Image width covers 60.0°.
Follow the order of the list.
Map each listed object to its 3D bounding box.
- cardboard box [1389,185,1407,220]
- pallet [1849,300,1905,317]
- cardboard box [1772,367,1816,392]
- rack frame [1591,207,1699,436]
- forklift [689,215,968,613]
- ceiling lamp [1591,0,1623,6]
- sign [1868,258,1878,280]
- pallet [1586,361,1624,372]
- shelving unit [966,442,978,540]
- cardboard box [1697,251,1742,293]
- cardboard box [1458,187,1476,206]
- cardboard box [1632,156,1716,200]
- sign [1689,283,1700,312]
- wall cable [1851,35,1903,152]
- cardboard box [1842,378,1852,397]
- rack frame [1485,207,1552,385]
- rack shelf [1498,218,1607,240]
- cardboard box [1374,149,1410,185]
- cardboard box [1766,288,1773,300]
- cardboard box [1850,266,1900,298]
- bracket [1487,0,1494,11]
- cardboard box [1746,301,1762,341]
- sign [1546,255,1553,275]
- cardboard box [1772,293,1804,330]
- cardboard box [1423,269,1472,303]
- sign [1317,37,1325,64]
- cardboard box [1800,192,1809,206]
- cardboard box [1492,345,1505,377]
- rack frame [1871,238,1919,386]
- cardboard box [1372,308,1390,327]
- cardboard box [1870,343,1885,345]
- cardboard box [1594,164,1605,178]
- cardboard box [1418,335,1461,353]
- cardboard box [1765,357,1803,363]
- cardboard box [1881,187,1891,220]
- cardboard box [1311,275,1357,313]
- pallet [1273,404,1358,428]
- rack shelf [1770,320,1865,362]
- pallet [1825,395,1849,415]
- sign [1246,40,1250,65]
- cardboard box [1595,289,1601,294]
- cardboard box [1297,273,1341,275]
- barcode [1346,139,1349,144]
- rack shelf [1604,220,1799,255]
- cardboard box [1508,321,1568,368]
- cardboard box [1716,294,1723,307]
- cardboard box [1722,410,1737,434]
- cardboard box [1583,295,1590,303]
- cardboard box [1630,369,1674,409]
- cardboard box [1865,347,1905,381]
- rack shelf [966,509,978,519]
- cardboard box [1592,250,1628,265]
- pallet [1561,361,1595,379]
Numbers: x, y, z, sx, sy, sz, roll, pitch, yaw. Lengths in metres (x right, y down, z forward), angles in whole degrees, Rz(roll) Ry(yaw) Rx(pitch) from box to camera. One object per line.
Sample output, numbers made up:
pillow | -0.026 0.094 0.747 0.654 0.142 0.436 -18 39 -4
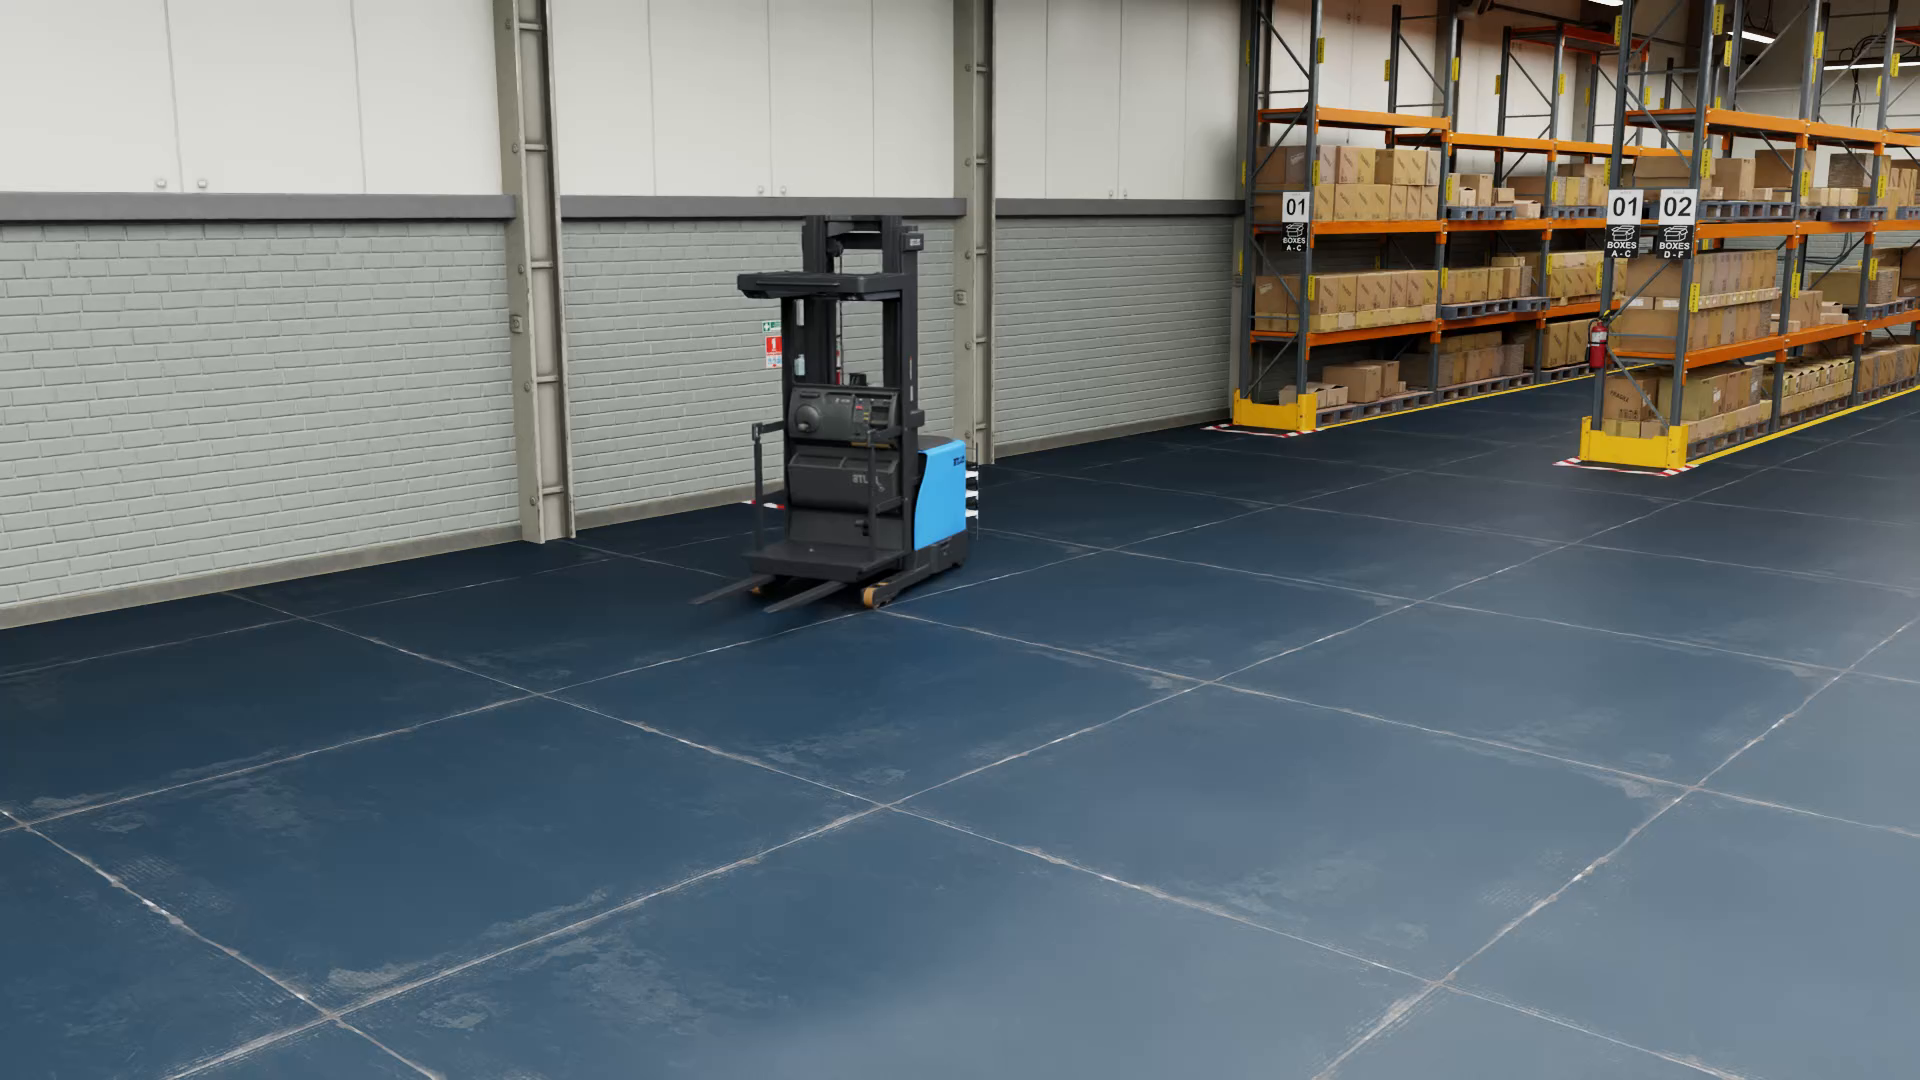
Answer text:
cardboard box | 6.127 -4.890 24.111 0.500 0.500 0.500 9 14 38
pallet | 14.600 -3.767 26.943 1.003 0.211 1.213 10 15 40
cardboard box | 11.814 -2.297 23.606 0.500 0.311 0.500 9 14 38
rack frame | 8.039 -2.398 19.596 1.000 3.000 0.127 10 15 40
forklift | -1.003 -1.011 12.828 1.130 2.935 3.031 5 12 24
ceiling lamp | 8.975 -9.048 22.671 0.800 3.185 2.000 10 15 40
sign | 13.739 -4.071 25.018 0.100 0.325 0.005 10 15 40
pallet | 11.784 -3.312 31.295 1.003 0.211 1.213 10 15 40
shelving unit | 0.005 -0.442 15.168 0.258 0.900 0.210 10 15 40
cardboard box | 9.397 -3.384 20.965 0.700 0.500 0.500 10 15 40
cardboard box | 7.783 -5.420 26.224 0.500 0.311 0.500 10 15 42
cardboard box | 8.421 -4.278 19.657 0.637 0.503 0.797 -11 16 -44
sign | 8.452 -2.788 19.139 0.100 0.325 0.005 10 15 40
wall cable | 20.911 -9.724 35.991 3.097 2.526 0.112 10 15 40
cardboard box | 13.155 -2.323 25.171 0.500 0.250 0.500 10 15 42
rack frame | 9.596 -4.214 28.692 1.000 3.000 0.127 10 15 40
rack shelf | 10.916 -5.627 29.942 1.077 0.370 4.000 10 15 40
cardboard box | 6.138 -5.377 23.996 0.500 0.500 0.500 9 14 38
cardboard box | 10.496 -3.249 21.949 0.380 0.149 0.250 9 15 39
cardboard box | 15.479 -4.377 28.180 0.700 0.500 0.500 4 12 21
bracket | 8.629 -8.857 27.431 0.235 0.232 0.430 10 15 40
cardboard box | 10.048 -2.891 21.809 0.700 0.500 0.500 10 15 40
sign | 10.010 -4.675 28.242 0.100 0.325 0.005 10 15 40
cardboard box | 11.546 -3.223 23.475 0.500 0.500 0.500 -11 16 -43
cardboard box | 7.691 -4.043 26.453 0.500 0.500 0.700 -10 15 -42
sign | 4.723 -6.406 21.761 0.100 0.325 0.005 10 15 40
cardboard box | 11.454 -4.760 23.076 0.500 0.250 0.500 8 14 35
cardboard box | 8.733 -3.031 28.026 0.700 0.500 0.500 10 15 40
rack frame | 15.960 -4.163 28.435 1.000 3.000 0.127 10 15 40
cardboard box | 5.884 -3.231 24.100 0.500 0.250 0.500 10 15 41
cardboard box | 15.458 -3.113 28.438 0.500 0.500 0.500 9 14 38
cardboard box | 11.557 -6.794 30.655 0.500 0.250 0.500 -11 16 -43
cardboard box | 7.717 -3.159 26.754 0.500 0.250 0.500 9 15 39
cardboard box | 12.413 -2.590 25.074 0.500 0.311 0.500 9 15 39
cardboard box | 13.919 -5.238 25.904 0.910 0.500 0.500 10 15 40
cardboard box | 5.190 -3.444 23.253 0.500 0.500 0.500 10 15 41
pallet | 4.928 -1.796 23.704 1.003 0.211 1.213 10 15 40
rack shelf | 11.999 -2.928 24.086 1.077 0.370 4.000 10 15 40
pallet | 12.747 -2.091 25.180 1.003 0.211 1.213 10 15 40
sign | 3.912 -6.590 22.479 0.100 0.325 0.005 10 15 40
cardboard box | 11.454 -4.758 30.348 0.500 0.500 0.500 10 15 40
cardboard box | 5.144 -3.588 23.972 0.500 0.500 0.500 9 15 39
barcode | 5.715 -5.880 24.521 0.001 0.075 0.075 10 15 40
rack shelf | 9.359 -3.810 20.845 1.077 0.370 4.000 10 15 40
cardboard box | 10.180 -3.457 29.319 0.750 0.750 0.750 10 15 40
cardboard box | 9.140 -2.947 20.433 0.380 0.149 0.250 9 14 38
cardboard box | 9.551 -1.526 21.179 0.500 0.250 0.500 10 15 40
cardboard box | 11.170 -4.384 30.134 0.380 0.149 0.250 10 15 42
cardboard box | 8.818 -1.889 21.084 0.500 0.500 0.500 10 15 40
cardboard box | 15.186 -2.898 27.360 0.500 0.500 0.500 10 15 41
rack shelf | 0.005 -0.233 15.210 0.258 0.077 0.200 10 15 40
cardboard box | 12.120 -5.274 31.015 0.500 0.250 0.500 10 15 42
pallet | 10.979 -3.132 30.392 1.003 0.211 1.213 10 15 40
